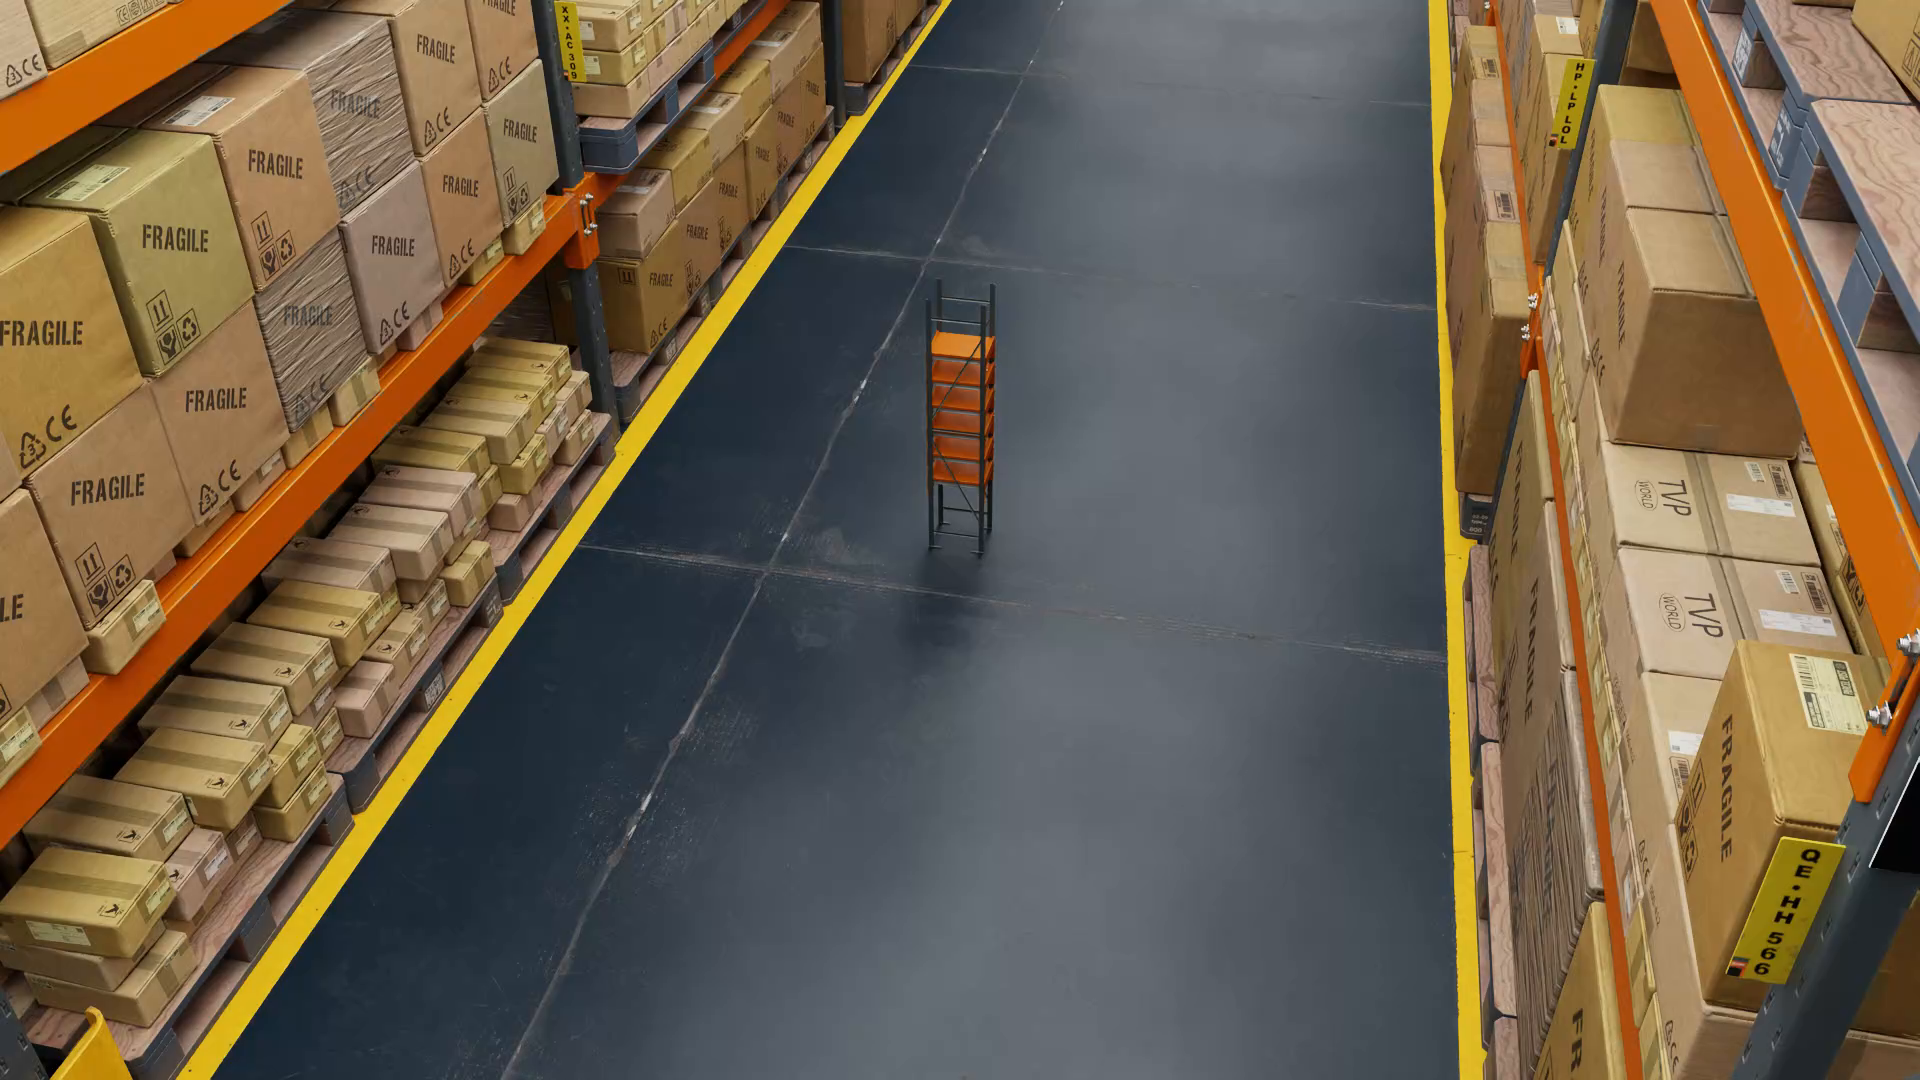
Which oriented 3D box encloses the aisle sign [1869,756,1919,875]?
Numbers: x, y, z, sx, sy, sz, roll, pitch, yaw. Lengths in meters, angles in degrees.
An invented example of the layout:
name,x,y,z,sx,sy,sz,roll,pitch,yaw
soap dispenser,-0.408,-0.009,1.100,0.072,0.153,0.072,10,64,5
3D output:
name,x,y,z,sx,sy,sz,roll,pitch,yaw
aisle sign,1.547,0.193,2.213,0.394,0.787,0.004,7,37,10

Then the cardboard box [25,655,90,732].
name,x,y,z,sx,sy,sz,roll,pitch,yaw
cardboard box,-2.565,0.368,4.400,0.380,0.149,0.250,9,37,12

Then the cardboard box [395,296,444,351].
name,x,y,z,sx,sy,sz,roll,pitch,yaw
cardboard box,-2.118,-0.825,6.046,0.380,0.149,0.250,6,36,8

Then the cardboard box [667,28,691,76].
name,x,y,z,sx,sy,sz,roll,pitch,yaw
cardboard box,-1.470,-2.270,7.682,0.380,0.149,0.250,8,37,10

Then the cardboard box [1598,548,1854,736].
name,x,y,z,sx,sy,sz,roll,pitch,yaw
cardboard box,1.917,0.288,4.170,0.500,0.250,0.500,6,36,8

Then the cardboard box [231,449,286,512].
name,x,y,z,sx,sy,sz,roll,pitch,yaw
cardboard box,-2.371,-0.236,5.233,0.380,0.149,0.250,7,36,9

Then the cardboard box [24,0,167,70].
name,x,y,z,sx,sy,sz,roll,pitch,yaw
cardboard box,-2.408,-1.415,4.219,0.500,0.250,0.500,6,36,8

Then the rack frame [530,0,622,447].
name,x,y,z,sx,sy,sz,roll,pitch,yaw
rack frame,-2.114,-1.731,7.083,1.000,3.000,0.127,7,37,10

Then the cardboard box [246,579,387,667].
name,x,y,z,sx,sy,sz,roll,pitch,yaw
cardboard box,-2.263,0.291,5.857,0.380,0.149,0.250,8,37,11

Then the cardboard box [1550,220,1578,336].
name,x,y,z,sx,sy,sz,roll,pitch,yaw
cardboard box,2.354,-0.875,5.775,0.500,0.250,0.500,7,36,9

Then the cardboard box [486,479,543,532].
name,x,y,z,sx,sy,sz,roll,pitch,yaw
cardboard box,-1.995,-0.181,7.015,0.380,0.149,0.250,6,36,8

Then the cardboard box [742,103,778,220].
name,x,y,z,sx,sy,sz,roll,pitch,yaw
cardboard box,-1.356,-2.170,9.460,0.500,0.500,0.500,6,36,8

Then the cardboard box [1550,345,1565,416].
name,x,y,z,sx,sy,sz,roll,pitch,yaw
cardboard box,2.210,-0.520,5.626,0.380,0.149,0.250,8,37,11

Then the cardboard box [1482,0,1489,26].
name,x,y,z,sx,sy,sz,roll,pitch,yaw
cardboard box,3.794,-3.217,10.888,0.700,0.500,0.500,4,36,6

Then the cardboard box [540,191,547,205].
name,x,y,z,sx,sy,sz,roll,pitch,yaw
cardboard box,-1.946,-1.436,6.890,0.380,0.149,0.250,7,37,9

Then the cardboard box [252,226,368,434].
name,x,y,z,sx,sy,sz,roll,pitch,yaw
cardboard box,-2.293,-0.704,5.326,0.500,0.500,0.500,6,36,9

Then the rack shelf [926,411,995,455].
name,x,y,z,sx,sy,sz,roll,pitch,yaw
rack shelf,0.003,-0.458,6.935,0.258,0.103,0.180,7,37,10

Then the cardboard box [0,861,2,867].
name,x,y,z,sx,sy,sz,roll,pitch,yaw
cardboard box,-3.103,0.970,4.920,0.380,0.149,0.250,8,37,11

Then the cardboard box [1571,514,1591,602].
name,x,y,z,sx,sy,sz,roll,pitch,yaw
cardboard box,1.991,0.072,4.809,0.380,0.149,0.250,6,36,9

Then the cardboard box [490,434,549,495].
name,x,y,z,sx,sy,sz,roll,pitch,yaw
cardboard box,-1.956,-0.334,6.973,0.380,0.149,0.250,6,36,8

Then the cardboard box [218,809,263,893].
name,x,y,z,sx,sy,sz,roll,pitch,yaw
cardboard box,-2.521,0.983,5.410,0.380,0.149,0.250,8,37,10

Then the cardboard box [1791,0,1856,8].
name,x,y,z,sx,sy,sz,roll,pitch,yaw
cardboard box,2.232,-1.471,3.640,0.700,0.500,0.500,9,37,12

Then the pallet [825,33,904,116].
name,x,y,z,sx,sy,sz,roll,pitch,yaw
pallet,-1.017,-3.338,11.675,1.003,0.211,1.213,7,37,10

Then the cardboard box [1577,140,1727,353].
name,x,y,z,sx,sy,sz,roll,pitch,yaw
cardboard box,2.245,-0.891,5.159,0.500,0.500,0.500,7,37,10

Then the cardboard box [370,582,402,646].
name,x,y,z,sx,sy,sz,roll,pitch,yaw
cardboard box,-2.316,0.245,6.175,0.380,0.149,0.250,9,37,12

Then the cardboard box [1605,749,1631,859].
name,x,y,z,sx,sy,sz,roll,pitch,yaw
cardboard box,1.773,0.661,3.996,0.380,0.149,0.250,8,37,11

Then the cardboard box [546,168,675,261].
name,x,y,z,sx,sy,sz,roll,pitch,yaw
cardboard box,-1.698,-1.583,8.012,0.500,0.250,0.500,6,36,8

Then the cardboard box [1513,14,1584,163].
name,x,y,z,sx,sy,sz,roll,pitch,yaw
cardboard box,2.761,-1.978,7.337,0.500,0.500,0.500,7,37,9

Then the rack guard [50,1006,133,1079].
name,x,y,z,sx,sy,sz,roll,pitch,yaw
rack guard,-2.952,1.531,4.712,1.175,0.500,0.348,7,37,10

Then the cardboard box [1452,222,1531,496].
name,x,y,z,sx,sy,sz,roll,pitch,yaw
cardboard box,2.827,-0.731,7.155,1.225,0.875,0.875,7,37,10

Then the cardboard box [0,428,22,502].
name,x,y,z,sx,sy,sz,roll,pitch,yaw
cardboard box,-2.613,-0.228,3.818,0.500,0.500,0.500,7,37,10

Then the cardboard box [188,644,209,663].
name,x,y,z,sx,sy,sz,roll,pitch,yaw
cardboard box,-2.854,0.346,6.034,0.380,0.149,0.250,9,37,12

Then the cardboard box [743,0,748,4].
name,x,y,z,sx,sy,sz,roll,pitch,yaw
cardboard box,-1.250,-2.861,8.498,0.380,0.149,0.250,6,36,8

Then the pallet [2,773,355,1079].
name,x,y,z,sx,sy,sz,roll,pitch,yaw
pallet,-2.744,1.186,5.433,1.003,0.211,1.213,7,37,10

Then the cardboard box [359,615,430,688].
name,x,y,z,sx,sy,sz,roll,pitch,yaw
cardboard box,-2.226,0.398,6.217,0.380,0.149,0.250,7,37,10

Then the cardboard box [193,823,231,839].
name,x,y,z,sx,sy,sz,roll,pitch,yaw
cardboard box,-2.526,0.856,5.330,0.380,0.149,0.250,8,37,11

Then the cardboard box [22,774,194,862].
name,x,y,z,sx,sy,sz,roll,pitch,yaw
cardboard box,-2.583,0.875,5.052,0.380,0.149,0.250,8,37,11

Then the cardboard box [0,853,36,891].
name,x,y,z,sx,sy,sz,roll,pitch,yaw
cardboard box,-3.026,0.944,5.209,0.380,0.149,0.250,6,36,9

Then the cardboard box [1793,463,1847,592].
name,x,y,z,sx,sy,sz,roll,pitch,yaw
cardboard box,2.544,0.054,4.493,0.500,0.250,0.500,7,36,9

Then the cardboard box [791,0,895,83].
name,x,y,z,sx,sy,sz,roll,pitch,yaw
cardboard box,-1.041,-3.621,11.250,1.050,0.750,0.750,7,36,9

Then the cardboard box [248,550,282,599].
name,x,y,z,sx,sy,sz,roll,pitch,yaw
cardboard box,-2.748,0.077,6.153,0.380,0.149,0.250,7,37,10

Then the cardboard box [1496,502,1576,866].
name,x,y,z,sx,sy,sz,roll,pitch,yaw
cardboard box,2.299,0.523,5.425,0.875,0.875,0.875,7,37,10

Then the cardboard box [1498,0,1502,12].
name,x,y,z,sx,sy,sz,roll,pitch,yaw
cardboard box,3.195,-3.141,8.942,0.500,0.500,0.500,8,37,11

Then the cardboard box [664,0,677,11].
name,x,y,z,sx,sy,sz,roll,pitch,yaw
cardboard box,-1.469,-2.516,7.514,0.380,0.149,0.250,8,37,10

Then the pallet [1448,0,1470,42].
name,x,y,z,sx,sy,sz,roll,pitch,yaw
pallet,4.254,-4.062,12.675,1.003,0.211,1.213,7,37,10

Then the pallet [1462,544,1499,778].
name,x,y,z,sx,sy,sz,roll,pitch,yaw
pallet,2.471,0.504,6.375,1.003,0.211,1.213,7,37,10

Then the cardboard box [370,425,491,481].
name,x,y,z,sx,sy,sz,roll,pitch,yaw
cardboard box,-2.129,-0.317,6.696,0.380,0.149,0.250,8,37,11

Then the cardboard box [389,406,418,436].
name,x,y,z,sx,sy,sz,roll,pitch,yaw
cardboard box,-2.512,-0.515,6.968,0.380,0.149,0.250,7,36,9

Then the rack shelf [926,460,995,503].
name,x,y,z,sx,sy,sz,roll,pitch,yaw
rack shelf,0.003,-0.264,7.076,0.258,0.103,0.180,7,37,10

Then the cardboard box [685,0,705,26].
name,x,y,z,sx,sy,sz,roll,pitch,yaw
cardboard box,-1.417,-2.534,7.793,0.380,0.149,0.250,6,36,8

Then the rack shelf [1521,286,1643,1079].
name,x,y,z,sx,sy,sz,roll,pitch,yaw
rack shelf,2.283,0.386,4.774,1.077,0.370,4.000,7,37,10

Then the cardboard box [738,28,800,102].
name,x,y,z,sx,sy,sz,roll,pitch,yaw
cardboard box,-1.247,-2.770,9.649,0.500,0.250,0.500,8,37,11

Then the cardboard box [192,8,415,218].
name,x,y,z,sx,sy,sz,roll,pitch,yaw
cardboard box,-2.178,-1.405,5.442,0.500,0.500,0.500,8,37,11

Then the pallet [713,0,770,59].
name,x,y,z,sx,sy,sz,roll,pitch,yaw
pallet,-1.642,-2.807,8.730,1.003,0.211,1.213,7,37,10

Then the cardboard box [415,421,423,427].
name,x,y,z,sx,sy,sz,roll,pitch,yaw
cardboard box,-2.487,-0.399,7.063,0.380,0.149,0.250,7,37,10

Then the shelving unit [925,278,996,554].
name,x,y,z,sx,sy,sz,roll,pitch,yaw
shelving unit,0.003,-0.494,6.909,0.258,1.200,0.189,7,37,10
